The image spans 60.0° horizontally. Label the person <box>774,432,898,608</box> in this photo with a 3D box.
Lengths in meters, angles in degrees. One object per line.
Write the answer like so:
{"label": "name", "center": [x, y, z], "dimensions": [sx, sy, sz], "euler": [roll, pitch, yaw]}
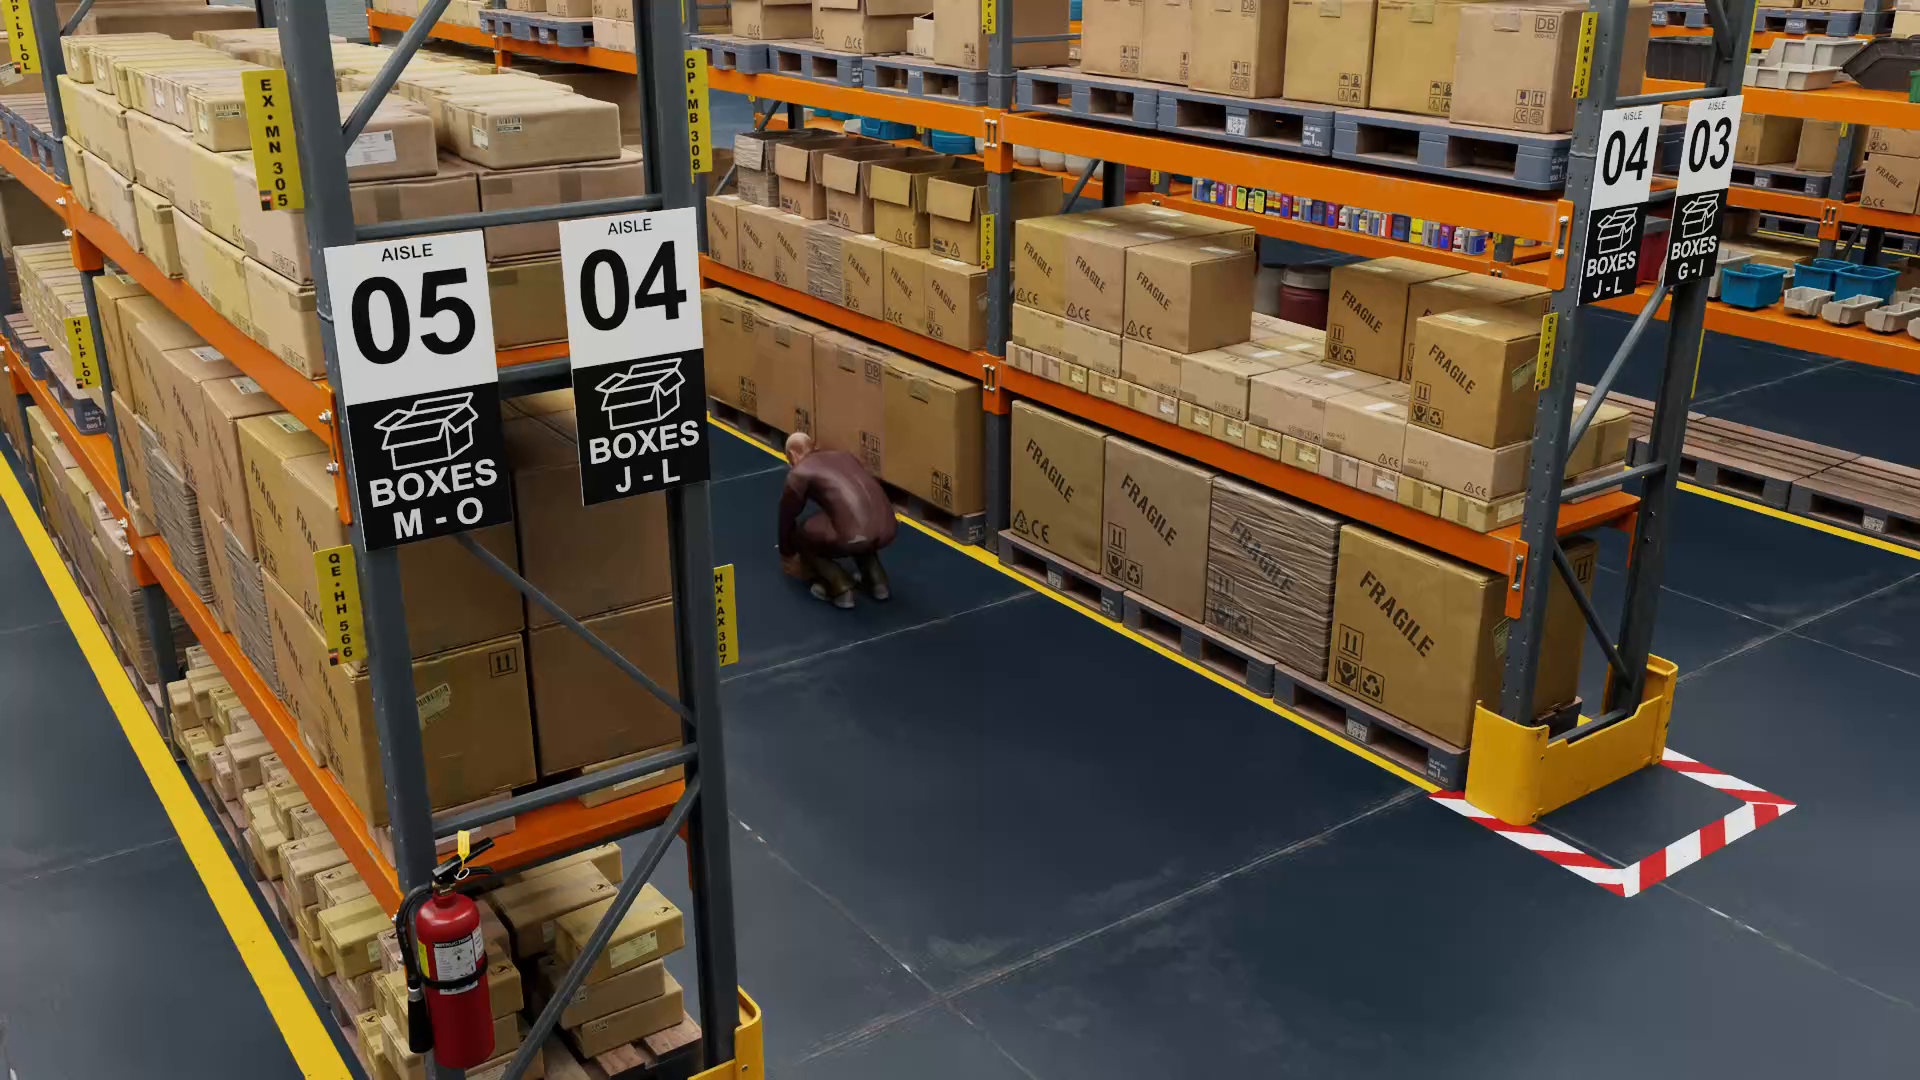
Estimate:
{"label": "person", "center": [-0.757, -0.132, 10.105], "dimensions": [0.610, 0.947, 0.907], "euler": [-15, 25, -33]}
